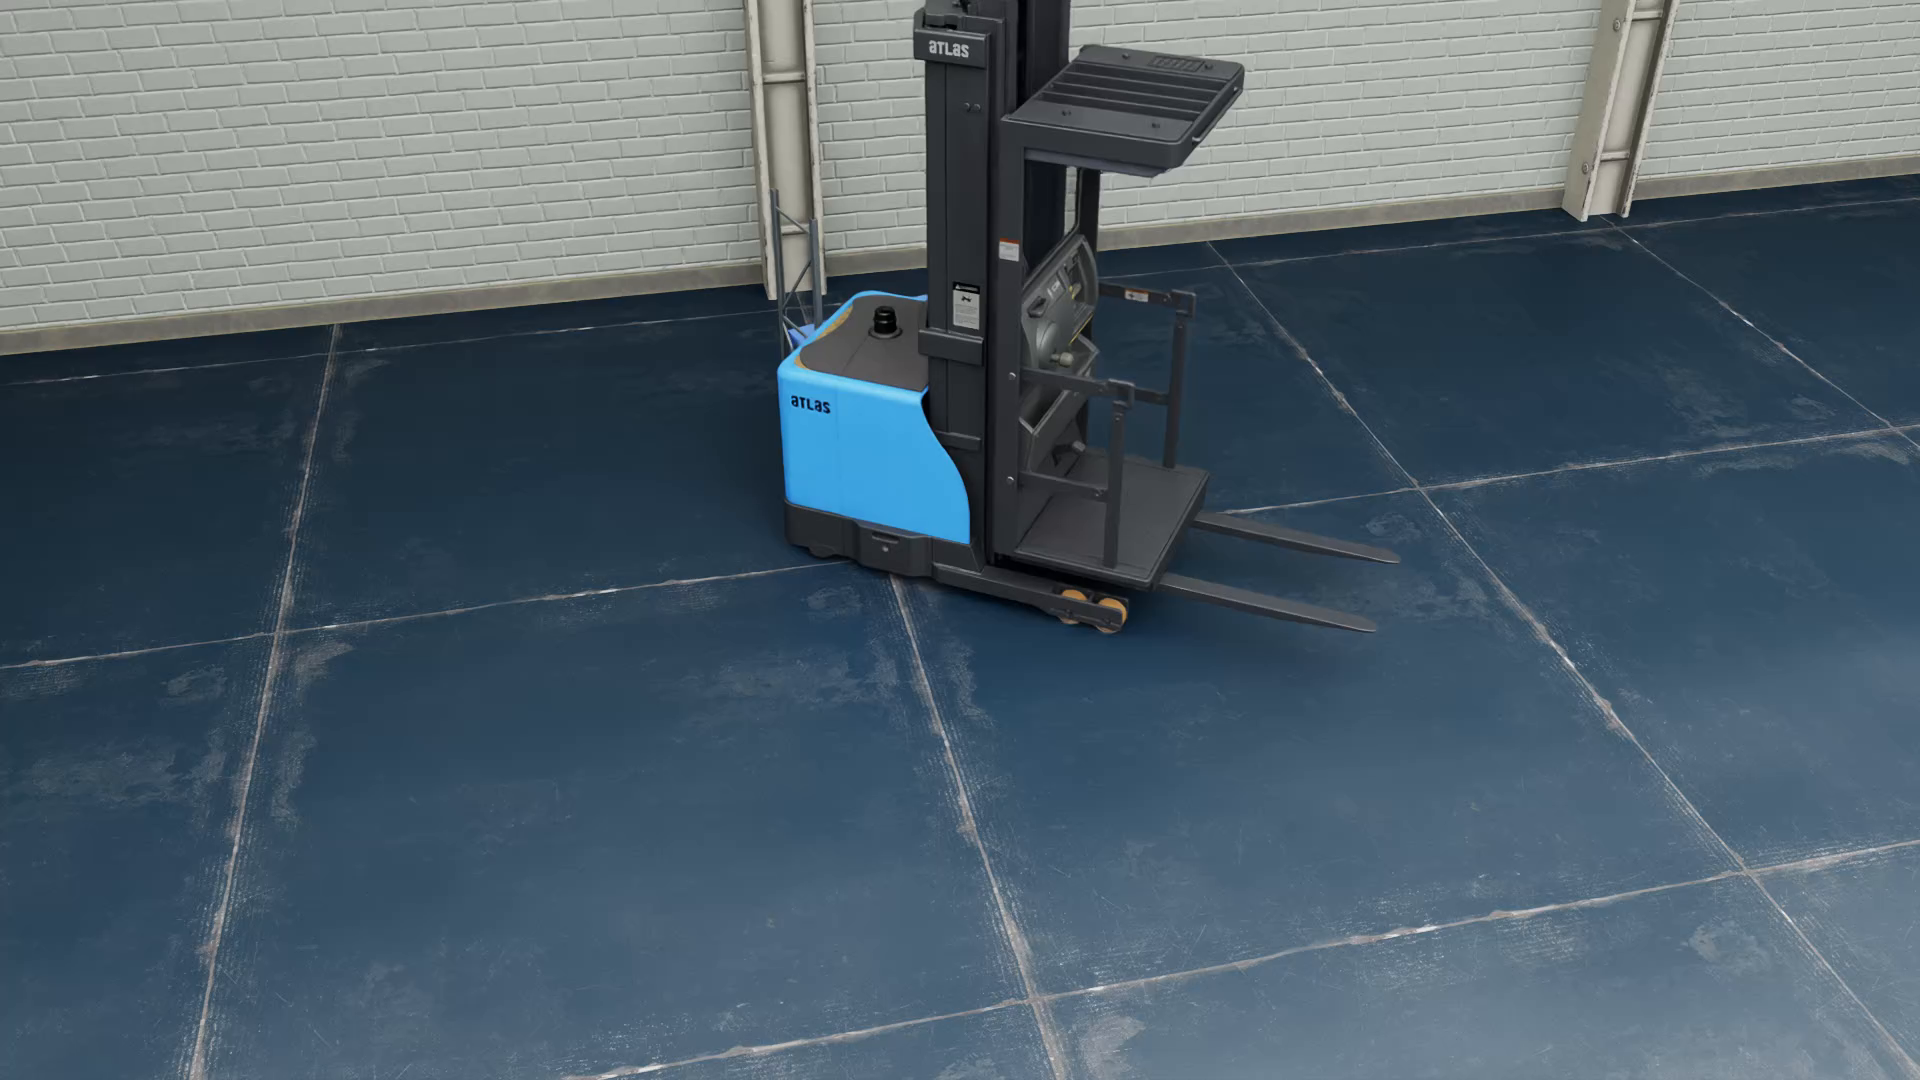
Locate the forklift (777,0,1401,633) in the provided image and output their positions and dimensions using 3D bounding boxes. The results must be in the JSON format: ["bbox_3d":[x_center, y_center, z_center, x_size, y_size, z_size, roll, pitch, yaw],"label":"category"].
[{"bbox_3d":[0.657,-1.102,7.762,3.031,2.935,1.130,13,36,19],"label":"forklift"}]

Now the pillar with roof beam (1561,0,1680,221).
[{"bbox_3d":[5.678,-3.851,6.413,0.400,9.000,9.100,-7,35,-11],"label":"pillar with roof beam"}]

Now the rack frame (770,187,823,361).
[{"bbox_3d":[-0.869,-1.132,9.091,0.032,1.500,0.500,-19,38,-25],"label":"rack frame"}]

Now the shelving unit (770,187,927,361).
[{"bbox_3d":[-0.433,-1.278,9.309,1.048,1.500,0.538,-19,38,-25],"label":"shelving unit"}]

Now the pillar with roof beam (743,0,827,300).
[{"bbox_3d":[-0.174,-3.114,5.314,0.400,9.000,9.100,-7,35,-11],"label":"pillar with roof beam"}]

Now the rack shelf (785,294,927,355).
[{"bbox_3d":[-0.433,-1.129,9.409,1.000,0.185,0.538,-19,38,-25],"label":"rack shelf"}]
